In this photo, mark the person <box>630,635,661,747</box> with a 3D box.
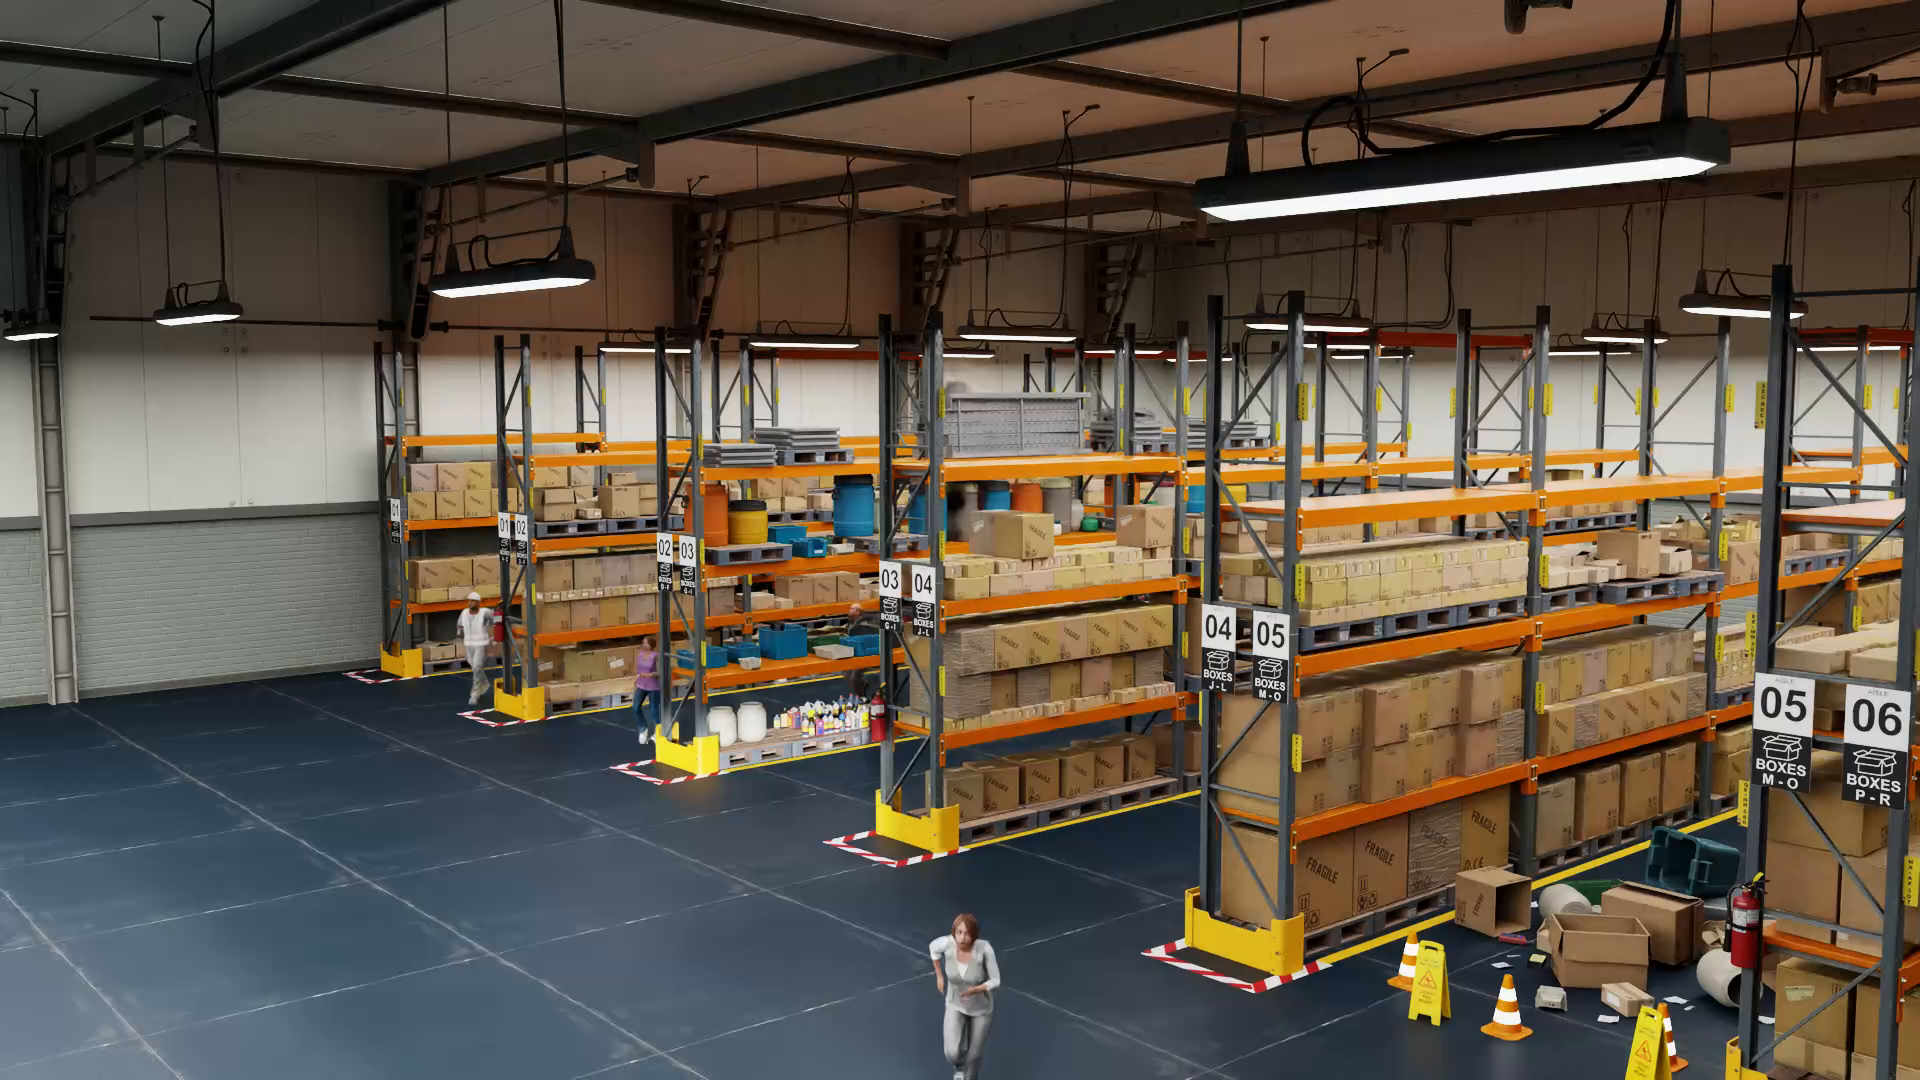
[{"bbox_3d":[-4.552,2.182,24.069,0.505,1.621,0.692,1,5,15],"label":"person"}]

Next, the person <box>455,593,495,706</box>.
[{"bbox_3d":[-7.997,1.772,27.451,0.707,1.821,0.861,2,5,17],"label":"person"}]

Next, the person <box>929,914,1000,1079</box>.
[{"bbox_3d":[0.027,3.332,11.691,0.524,1.524,0.782,0,5,5],"label":"person"}]

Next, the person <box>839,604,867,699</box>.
[{"bbox_3d":[-1.722,1.878,26.924,0.604,1.692,0.651,-4,7,-39],"label":"person"}]
